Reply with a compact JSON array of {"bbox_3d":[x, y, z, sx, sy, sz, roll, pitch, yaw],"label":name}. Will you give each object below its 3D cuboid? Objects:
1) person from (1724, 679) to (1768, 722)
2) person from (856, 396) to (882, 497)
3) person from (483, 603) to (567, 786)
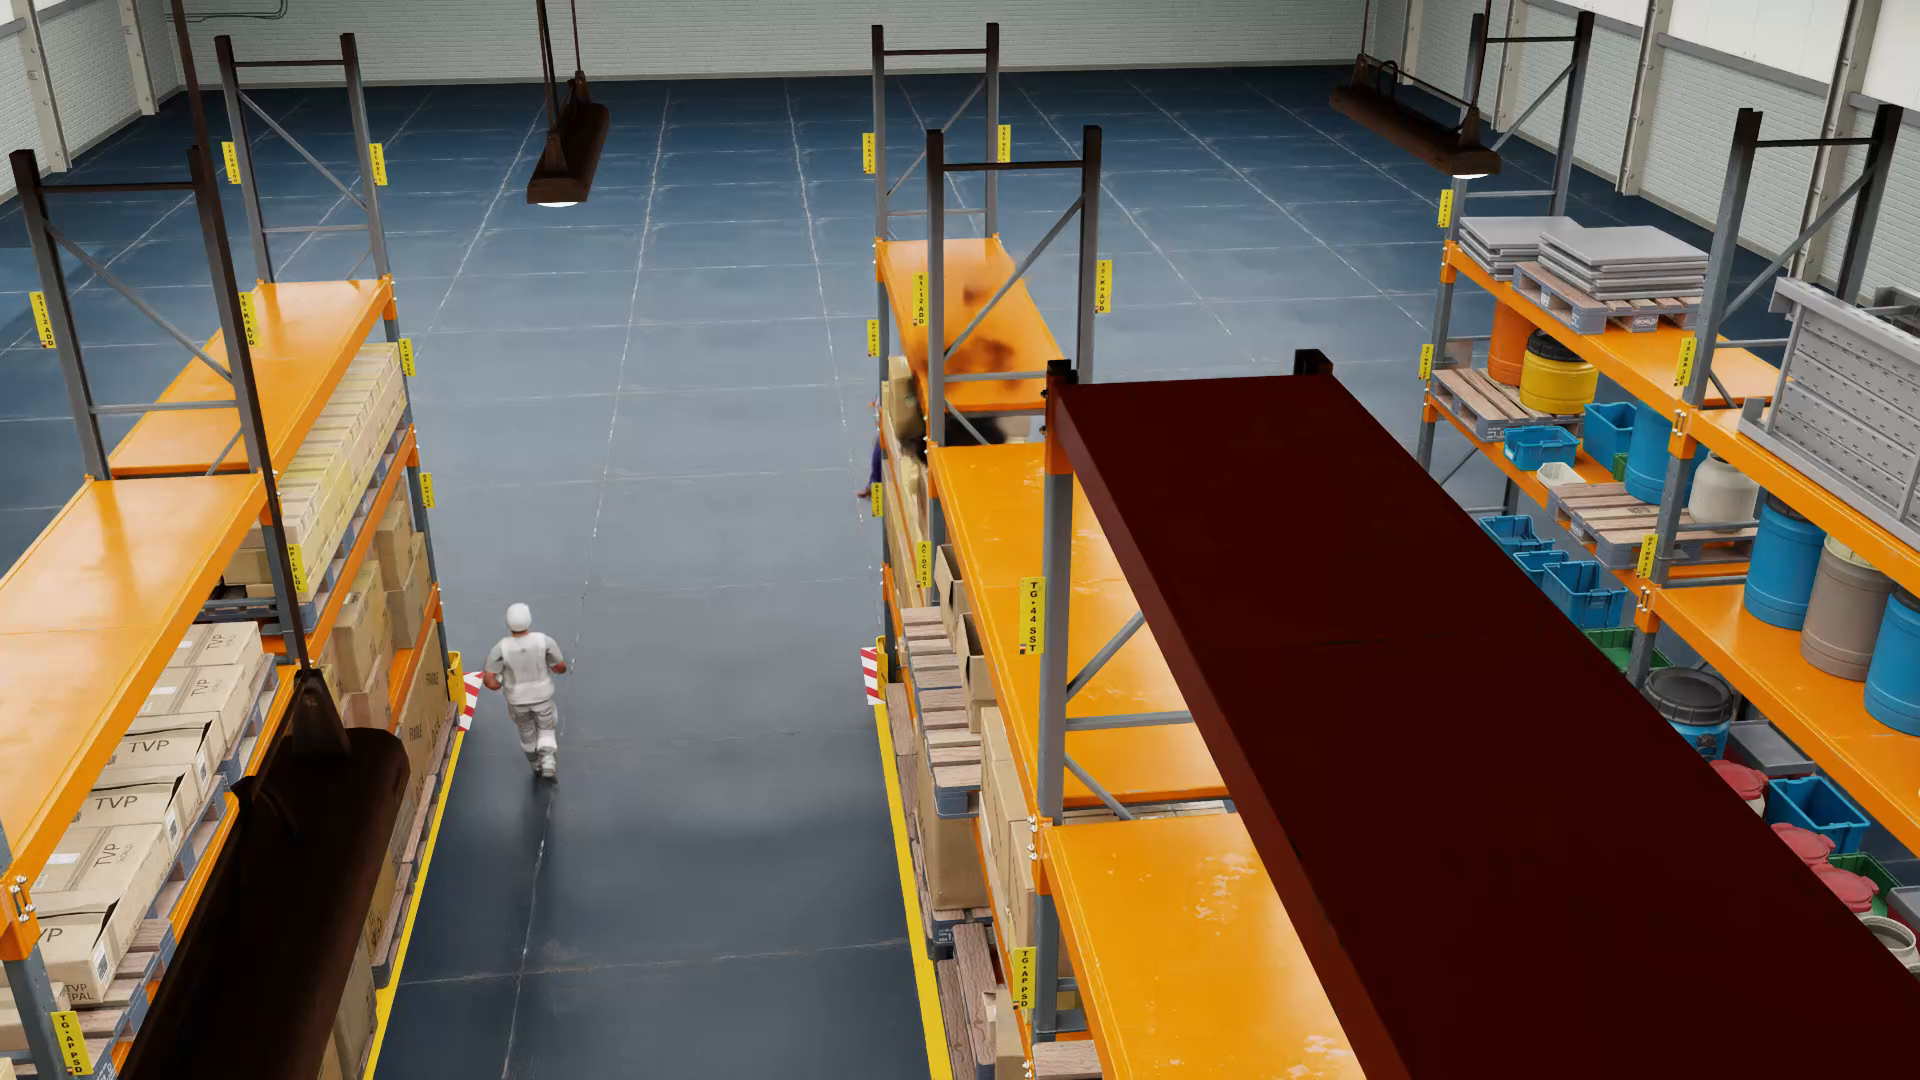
[{"bbox_3d":[6.748,1.196,14.047,0.638,1.786,0.767,-6,26,-13],"label":"person"},{"bbox_3d":[-0.767,-1.241,19.172,0.924,1.648,0.606,8,27,16],"label":"person"},{"bbox_3d":[-3.565,1.292,13.749,0.658,1.751,0.871,-6,26,-13],"label":"person"}]
